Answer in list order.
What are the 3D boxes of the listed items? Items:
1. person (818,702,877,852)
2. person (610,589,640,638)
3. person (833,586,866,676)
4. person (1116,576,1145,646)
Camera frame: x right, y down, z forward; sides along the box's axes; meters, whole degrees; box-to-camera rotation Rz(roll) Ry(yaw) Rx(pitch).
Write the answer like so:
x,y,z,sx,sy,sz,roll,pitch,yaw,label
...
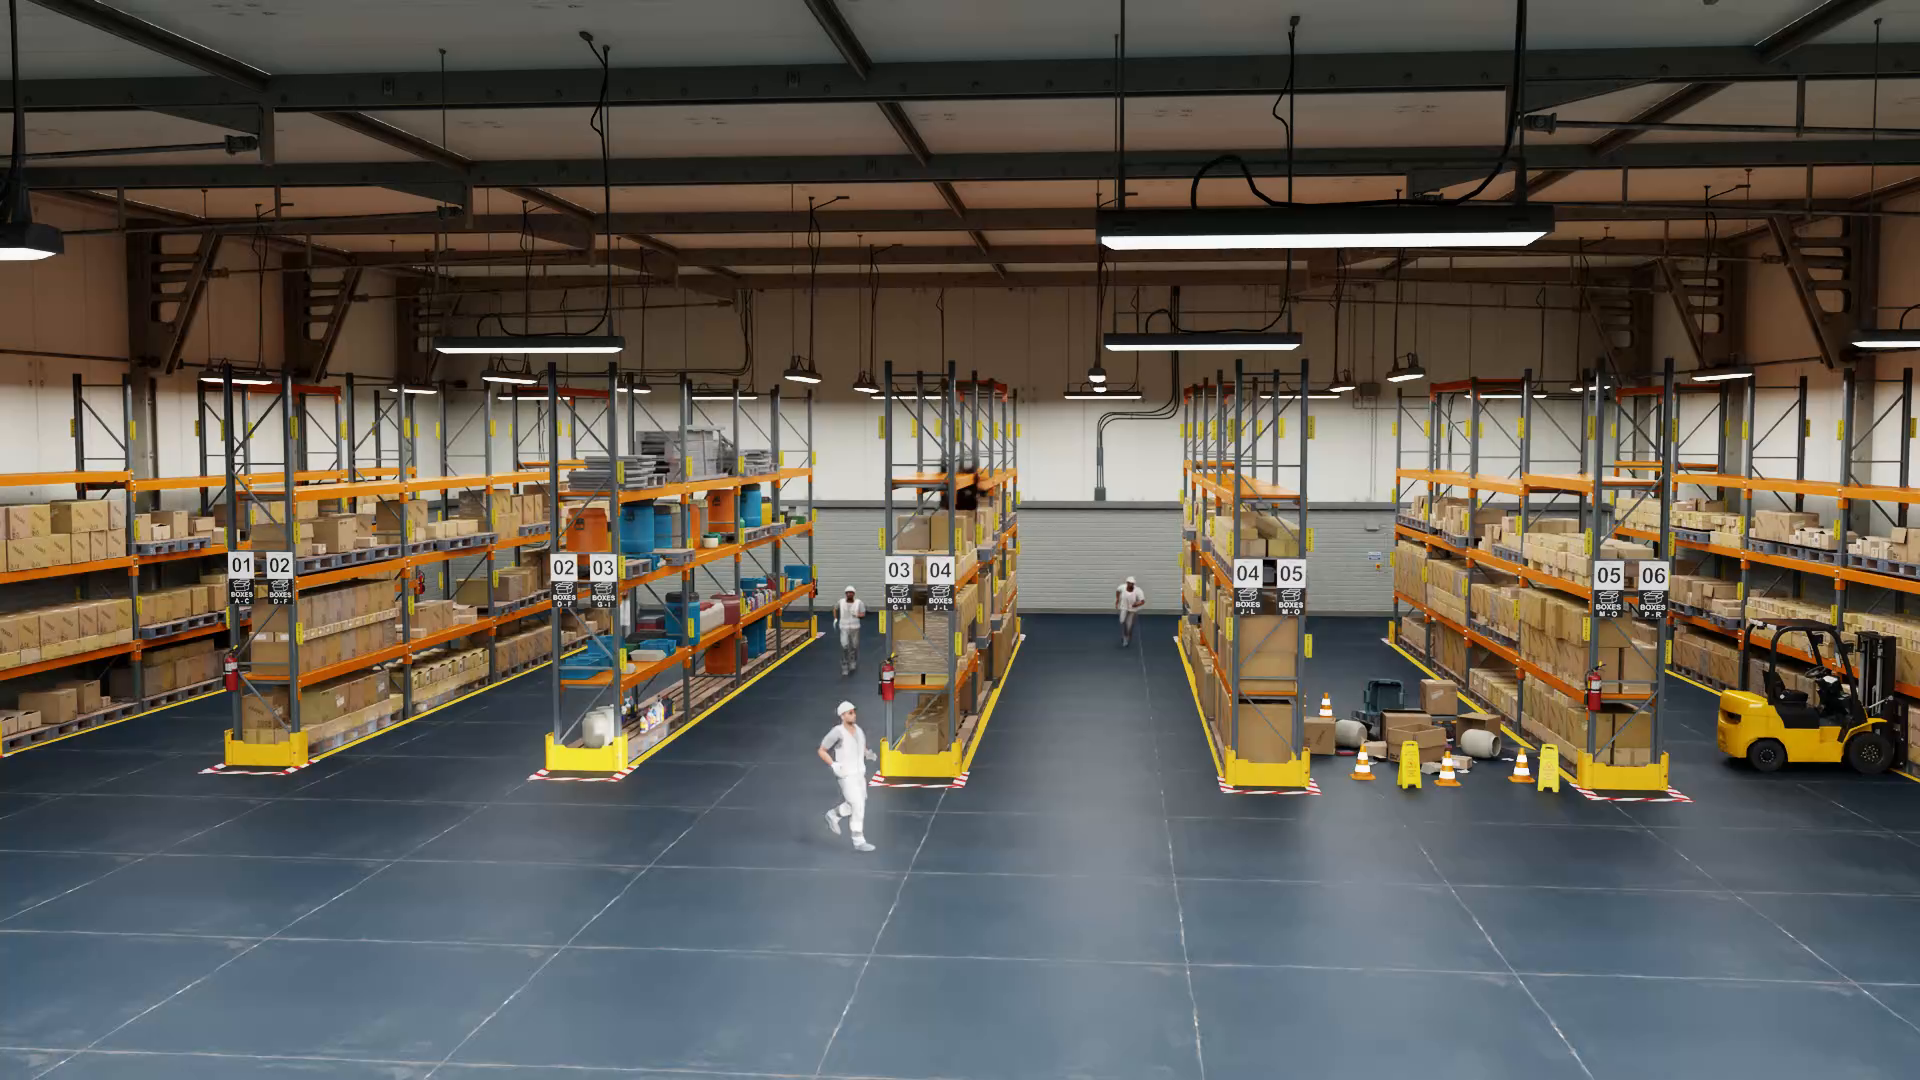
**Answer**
x,y,z,sx,sy,sz,roll,pitch,yaw,label
-1.345,2.814,19.918,0.867,1.760,0.669,3,5,38,person
-7.103,1.821,35.188,0.603,1.830,0.809,0,4,-5,person
-2.272,1.862,34.217,0.661,1.847,0.785,0,4,-6,person
3.972,1.655,38.809,0.721,1.685,0.920,1,4,14,person
